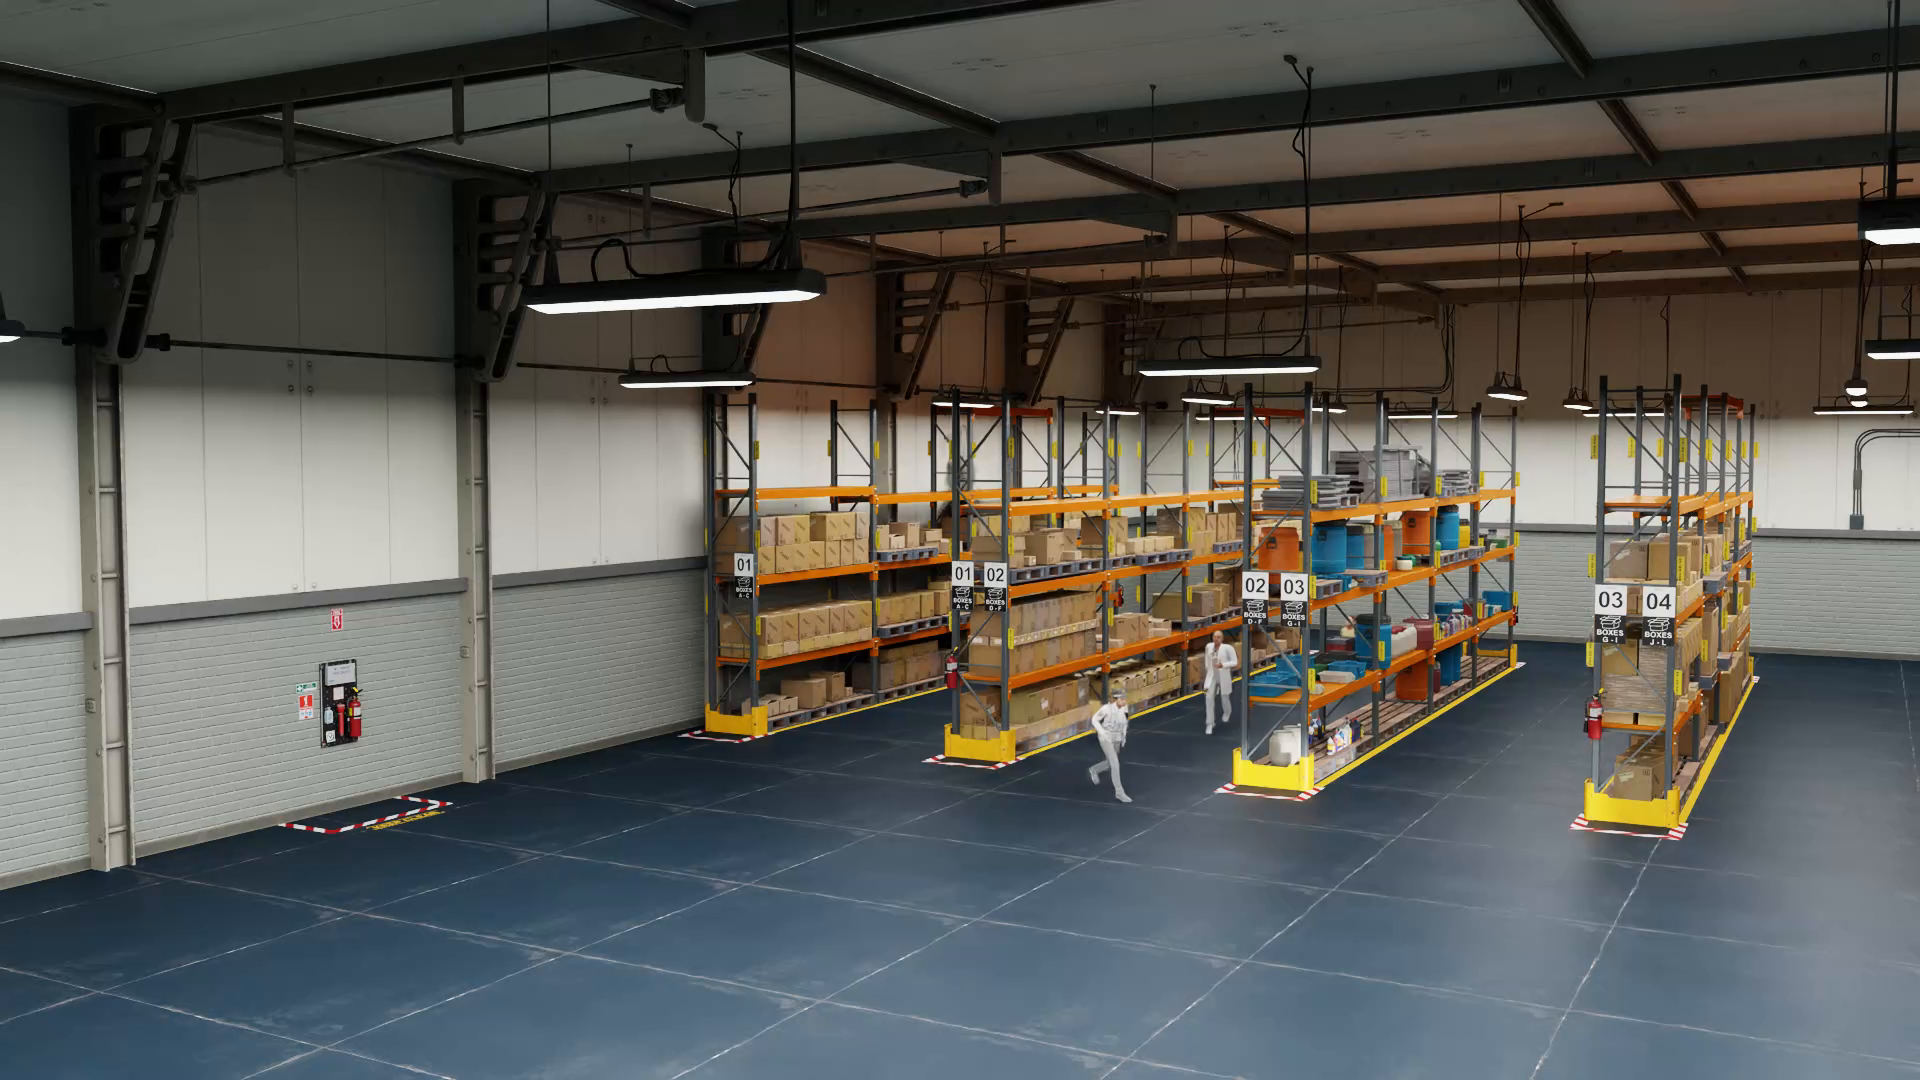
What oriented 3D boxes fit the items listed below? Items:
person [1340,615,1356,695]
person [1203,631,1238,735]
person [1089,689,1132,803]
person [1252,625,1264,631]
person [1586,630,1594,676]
[{"bbox_3d":[7.951,2.351,33.940,0.565,1.637,0.542,2,4,33],"label":"person"},{"bbox_3d":[4.662,2.531,29.713,0.653,1.842,1.117,1,3,21],"label":"person"},{"bbox_3d":[2.118,2.903,23.937,0.625,1.625,0.947,-2,4,-29],"label":"person"},{"bbox_3d":[7.658,1.849,42.590,0.729,1.756,0.629,3,4,40],"label":"person"},{"bbox_3d":[12.916,2.382,33.607,0.512,1.570,0.636,2,4,31],"label":"person"}]
